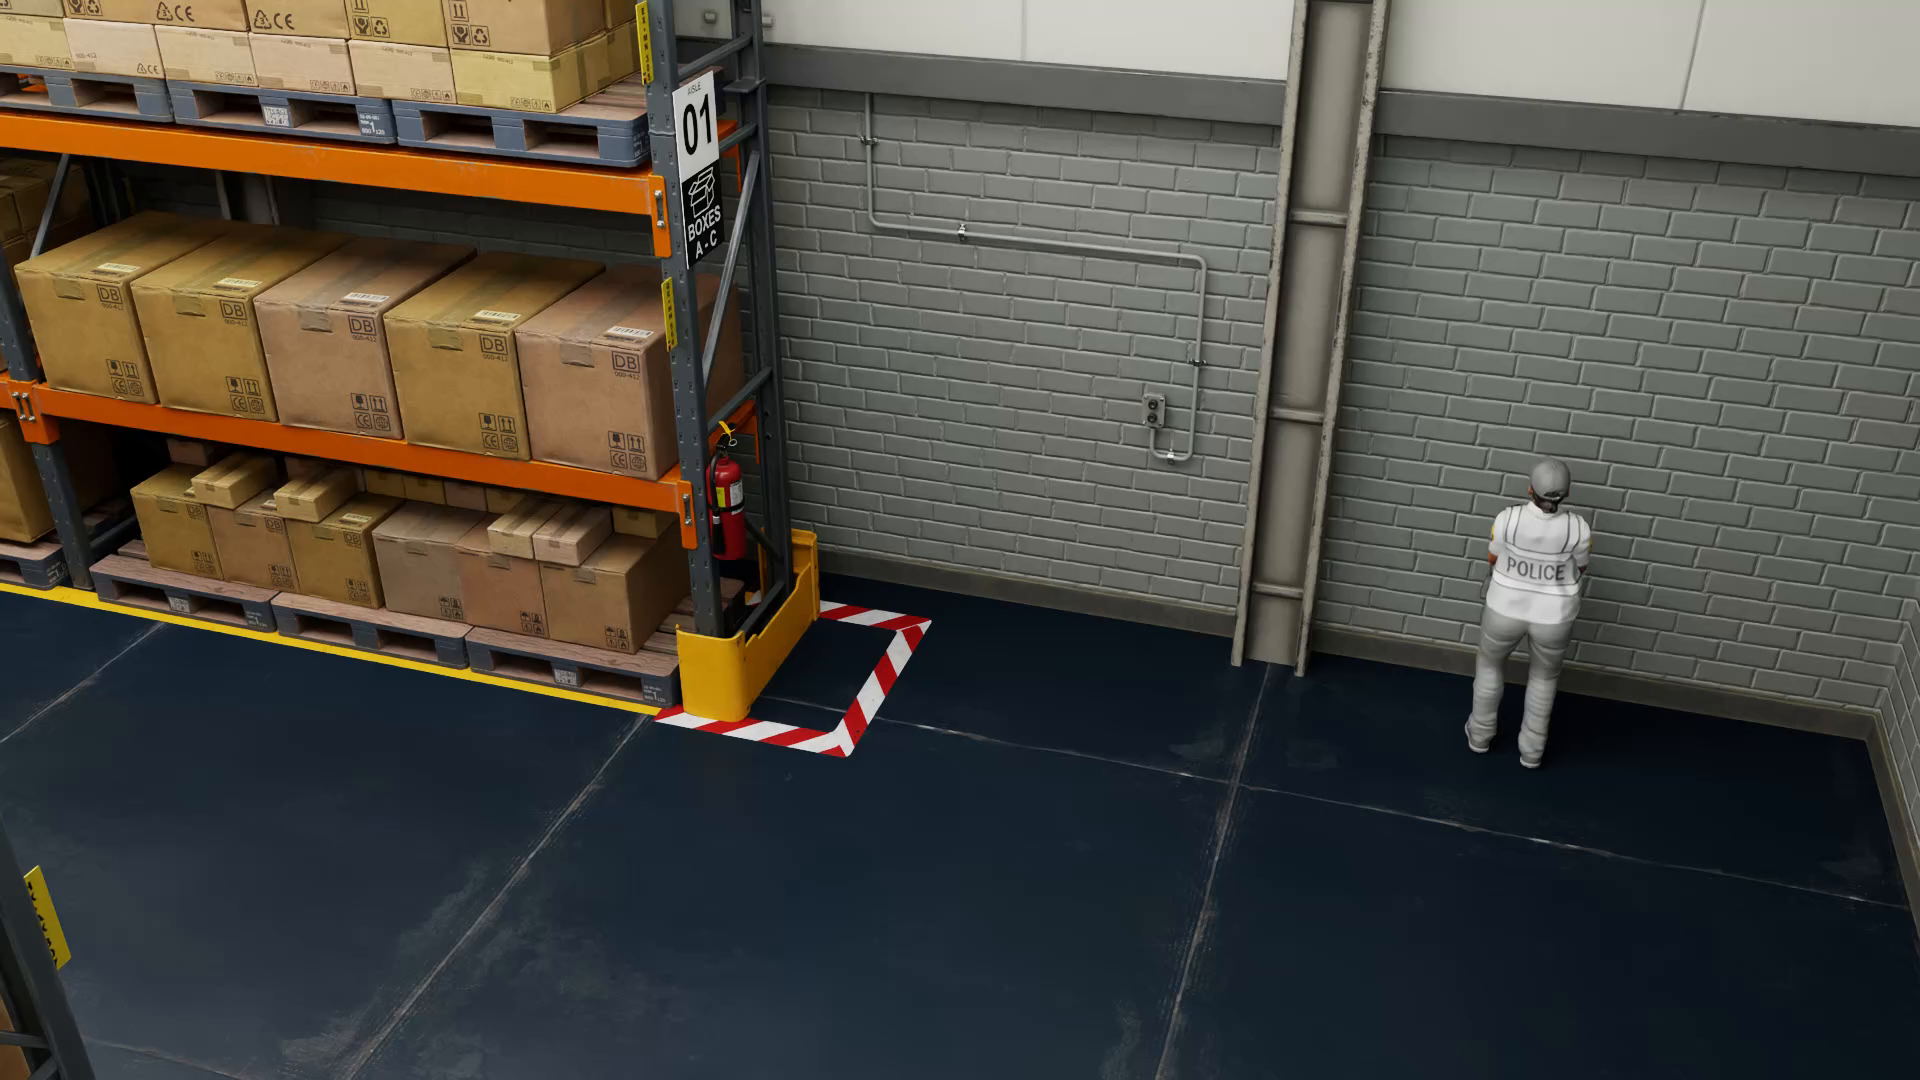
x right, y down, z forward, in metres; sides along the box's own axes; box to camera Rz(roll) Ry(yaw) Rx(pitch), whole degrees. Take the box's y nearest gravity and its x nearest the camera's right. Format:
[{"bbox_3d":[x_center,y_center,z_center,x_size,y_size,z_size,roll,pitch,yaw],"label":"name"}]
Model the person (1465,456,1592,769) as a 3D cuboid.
[{"bbox_3d":[2.716,0.307,7.961,0.453,1.653,0.535,9,31,15],"label":"person"}]
